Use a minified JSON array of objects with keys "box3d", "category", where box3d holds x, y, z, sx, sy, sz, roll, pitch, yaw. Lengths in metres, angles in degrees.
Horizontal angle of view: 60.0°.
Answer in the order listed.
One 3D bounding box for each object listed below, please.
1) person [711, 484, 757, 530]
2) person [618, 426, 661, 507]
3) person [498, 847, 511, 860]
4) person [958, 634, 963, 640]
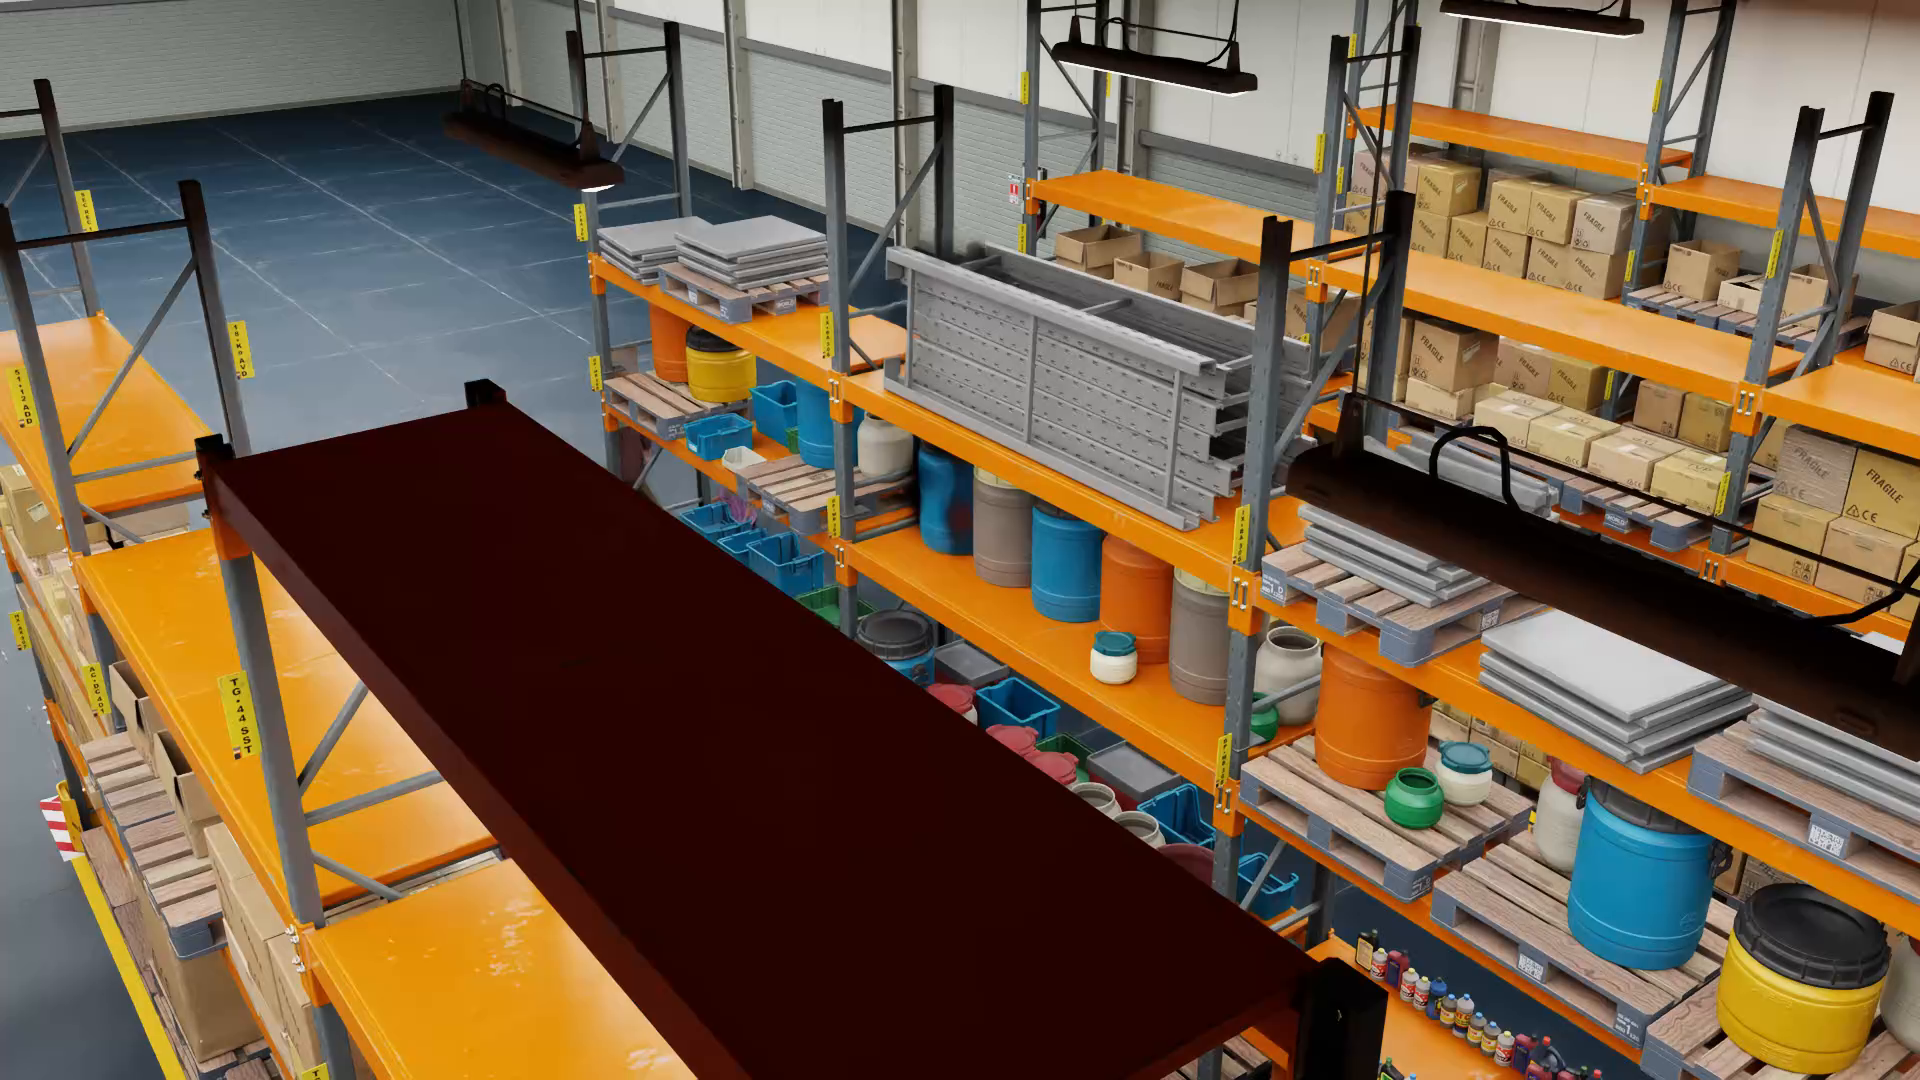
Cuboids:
[{"box3d":[-2.287,-0.171,17.495,0.903,1.568,0.534,-1,25,-2],"category":"person"},{"box3d":[-3.729,-0.952,18.913,0.537,1.772,0.672,10,27,21],"category":"person"},{"box3d":[-3.206,2.012,12.650,0.596,1.680,0.619,6,25,12],"category":"person"},{"box3d":[0.168,0.907,14.993,0.664,1.736,0.720,-15,29,-30],"category":"person"}]
